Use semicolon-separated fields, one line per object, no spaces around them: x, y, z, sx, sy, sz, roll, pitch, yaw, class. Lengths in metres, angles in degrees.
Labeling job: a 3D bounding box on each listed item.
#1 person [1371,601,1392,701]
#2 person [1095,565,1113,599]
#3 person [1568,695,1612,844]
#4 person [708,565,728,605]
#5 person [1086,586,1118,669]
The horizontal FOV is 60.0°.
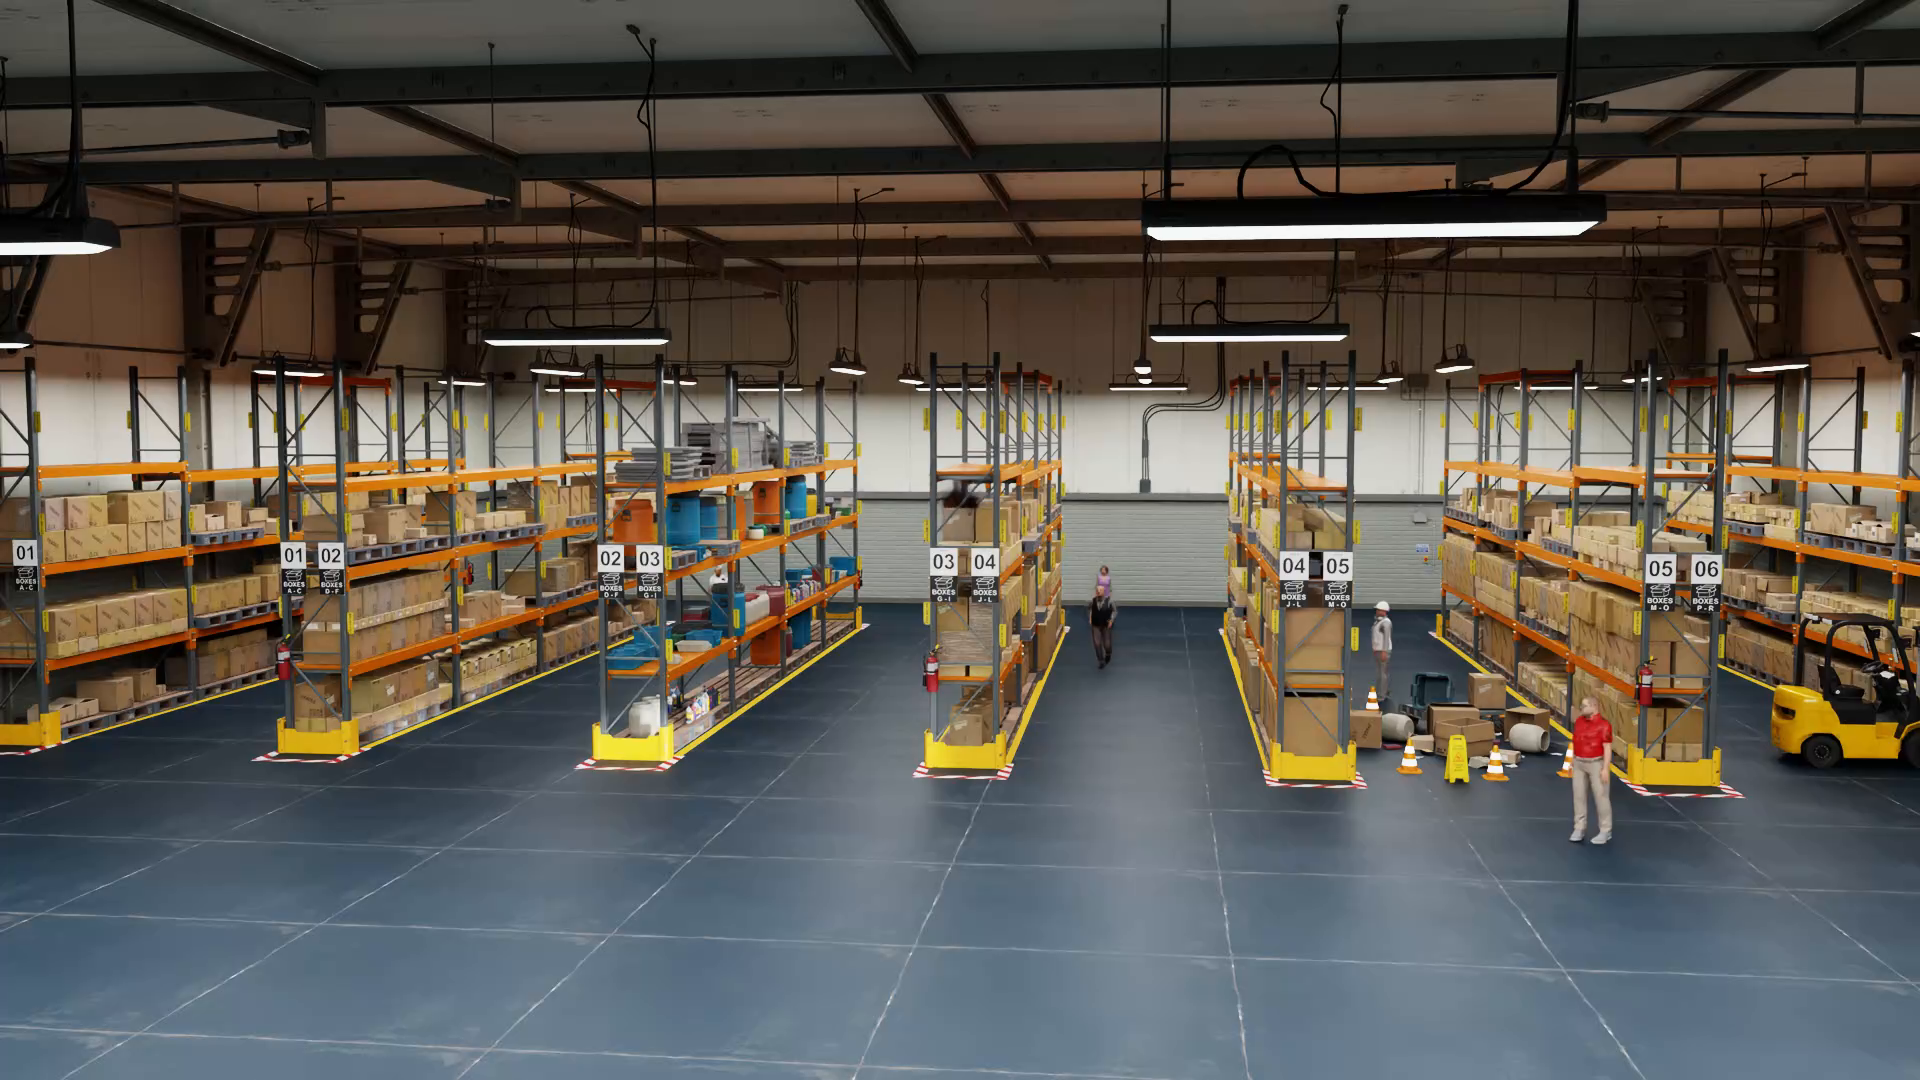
7.576;1.994;29.941;0.405;1.781;0.597;1;4;15;person
3.455;1.380;40.098;0.451;1.557;0.768;-1;4;-9;person
7.518;2.727;19.875;0.442;1.744;0.550;-3;5;-37;person
-5.717;1.394;39.349;0.547;1.619;0.947;0;4;0;person
2.887;1.770;33.958;0.656;1.684;0.594;1;4;11;person
